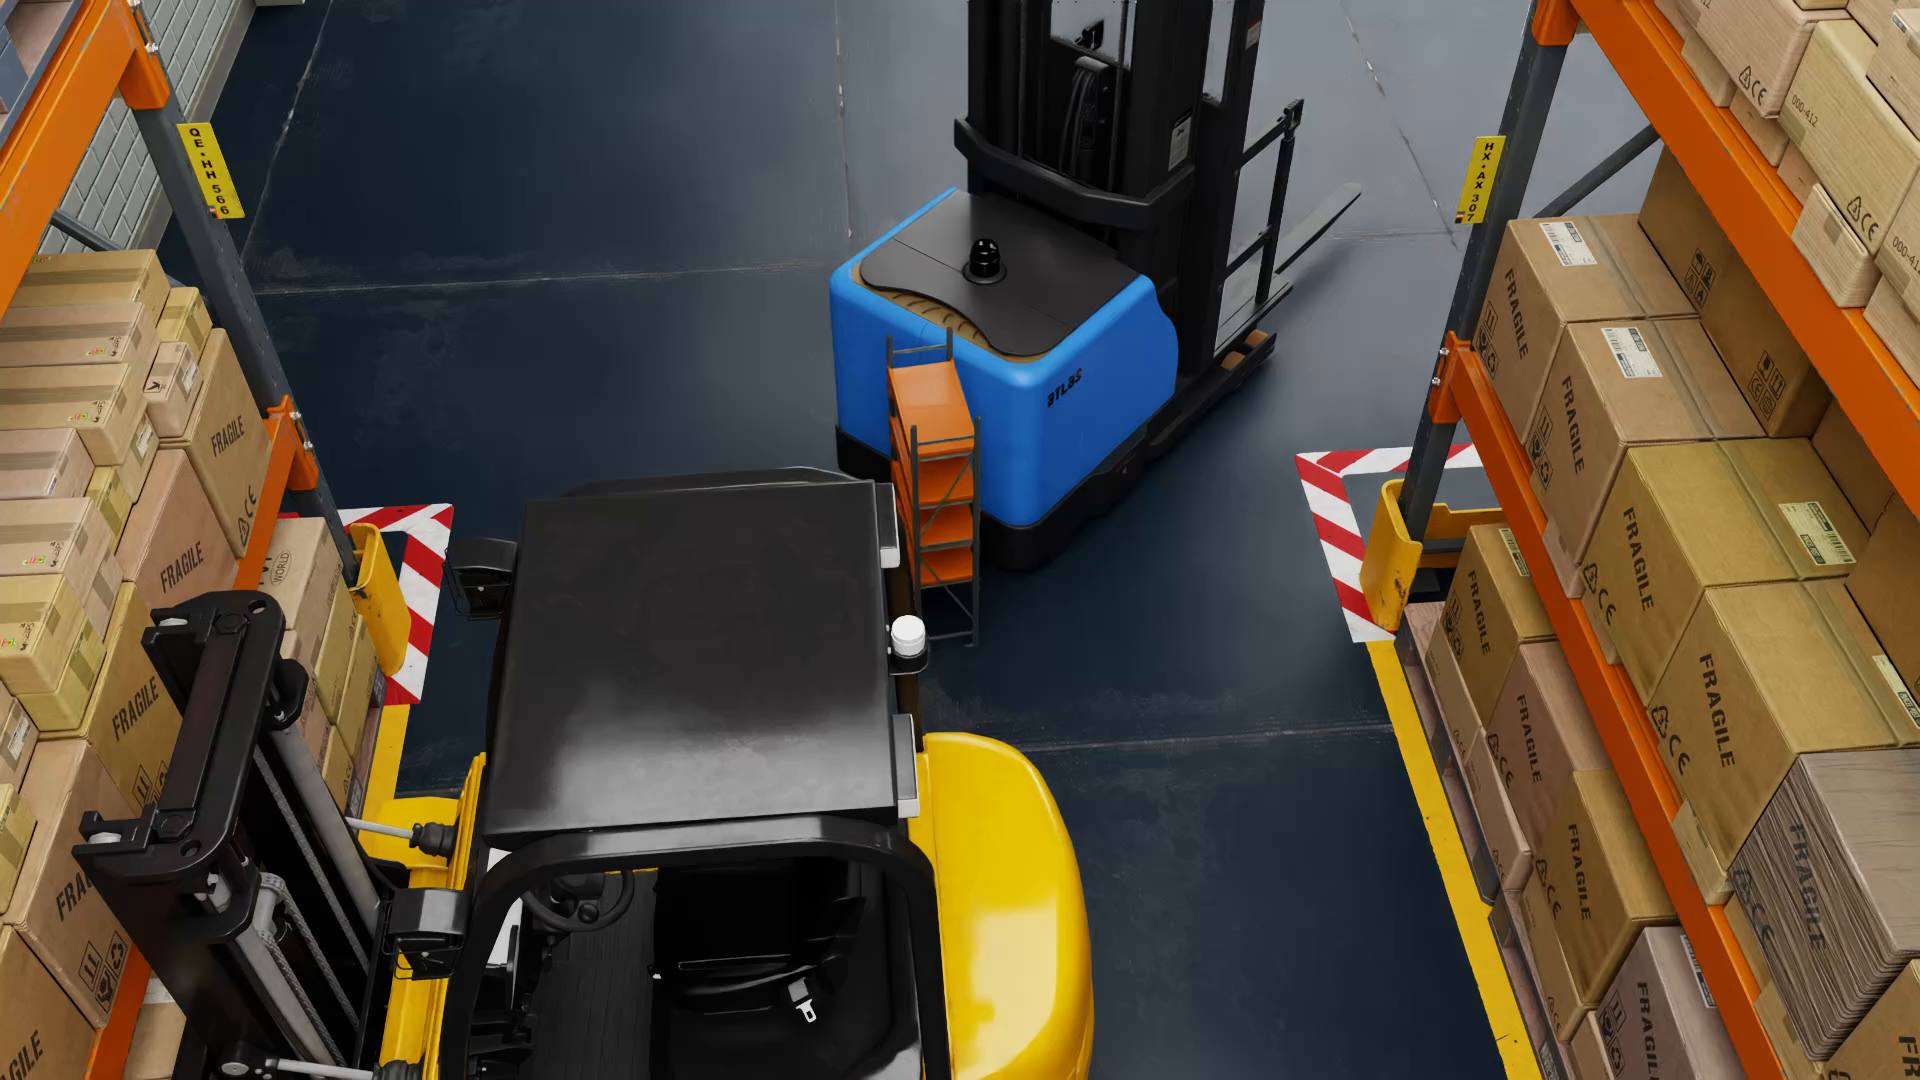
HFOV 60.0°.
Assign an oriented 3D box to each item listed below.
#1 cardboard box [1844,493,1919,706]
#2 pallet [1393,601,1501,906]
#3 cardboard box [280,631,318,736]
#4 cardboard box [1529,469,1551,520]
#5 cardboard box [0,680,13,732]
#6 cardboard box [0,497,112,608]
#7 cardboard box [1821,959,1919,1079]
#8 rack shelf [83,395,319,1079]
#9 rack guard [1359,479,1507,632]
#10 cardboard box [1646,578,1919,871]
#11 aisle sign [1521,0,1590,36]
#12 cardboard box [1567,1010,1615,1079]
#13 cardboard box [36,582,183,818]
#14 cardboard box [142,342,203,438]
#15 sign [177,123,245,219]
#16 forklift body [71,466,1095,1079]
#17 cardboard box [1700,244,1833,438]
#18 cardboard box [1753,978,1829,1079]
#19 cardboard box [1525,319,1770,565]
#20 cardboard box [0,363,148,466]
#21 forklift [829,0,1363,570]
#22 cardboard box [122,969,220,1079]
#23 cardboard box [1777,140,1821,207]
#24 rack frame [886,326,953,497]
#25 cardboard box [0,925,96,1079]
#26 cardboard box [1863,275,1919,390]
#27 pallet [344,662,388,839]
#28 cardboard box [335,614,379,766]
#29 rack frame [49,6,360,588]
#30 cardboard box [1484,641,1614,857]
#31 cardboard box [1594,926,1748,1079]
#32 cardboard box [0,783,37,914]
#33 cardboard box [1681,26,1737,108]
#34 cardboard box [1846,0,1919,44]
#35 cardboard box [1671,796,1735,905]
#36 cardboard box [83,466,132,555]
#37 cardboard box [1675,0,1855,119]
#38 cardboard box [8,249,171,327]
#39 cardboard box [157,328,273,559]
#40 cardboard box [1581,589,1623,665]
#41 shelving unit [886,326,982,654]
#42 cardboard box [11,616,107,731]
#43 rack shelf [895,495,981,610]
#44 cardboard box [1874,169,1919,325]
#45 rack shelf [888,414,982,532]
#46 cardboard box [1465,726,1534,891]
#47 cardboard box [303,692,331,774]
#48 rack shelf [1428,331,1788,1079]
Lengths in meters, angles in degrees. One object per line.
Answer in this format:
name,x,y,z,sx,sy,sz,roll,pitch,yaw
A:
cardboard box,2.547,0.092,3.771,0.700,0.500,0.500,-4,47,-4
pallet,2.242,0.721,6.058,1.003,0.211,1.213,-3,47,-3
cardboard box,-2.345,0.562,5.204,0.500,0.250,0.500,-3,47,-3
cardboard box,2.002,-0.159,5.144,0.380,0.149,0.250,-5,47,-5
cardboard box,-2.369,0.418,3.704,0.380,0.149,0.250,-3,47,-3
cardboard box,-2.323,0.039,4.063,0.380,0.149,0.250,-2,47,-2
cardboard box,2.203,1.196,3.414,0.500,0.500,0.500,-2,47,-2
rack shelf,-2.576,1.116,4.259,1.077,0.370,4.000,-3,47,-3
rack guard,2.209,0.032,6.512,1.175,0.500,0.348,-3,47,-3
cardboard box,2.107,0.451,4.120,0.500,0.500,0.500,-4,47,-4
aisle sign,1.889,-1.802,4.737,0.394,0.787,0.004,-3,47,-3
cardboard box,2.128,1.648,4.864,0.500,0.250,0.500,-3,47,-3
cardboard box,-2.363,0.474,4.303,0.500,0.500,0.500,-4,47,-4
cardboard box,-2.384,-0.419,4.701,0.380,0.149,0.250,-3,47,-3
sign,-2.201,-1.081,4.883,0.100,0.325,0.005,-3,47,-3
forklift body,-0.766,0.975,4.482,2.313,2.155,1.214,-3,47,-3
cardboard box,2.498,-0.640,4.464,0.700,0.500,0.500,-3,47,-3
cardboard box,2.119,1.149,3.905,0.380,0.149,0.250,-4,47,-4
cardboard box,2.013,-0.285,4.817,0.500,0.500,0.500,-2,47,-2
cardboard box,-2.403,-0.327,4.410,0.380,0.149,0.250,-3,47,-2
forklift,0.791,-1.901,6.668,1.130,2.935,3.031,30,54,25
cardboard box,-2.258,1.294,4.511,0.500,0.250,0.500,-4,47,-4
cardboard box,2.078,-0.820,3.704,0.380,0.149,0.250,-5,47,-5
rack frame,-0.145,-0.332,6.374,0.240,1.200,0.015,-8,47,-8
cardboard box,-2.289,1.202,3.613,0.500,0.500,0.500,-4,47,-4
cardboard box,2.082,-0.445,3.349,0.380,0.149,0.250,-5,47,-4
pallet,-2.637,0.931,5.859,1.003,0.211,1.213,-3,47,-3
cardboard box,-2.389,0.544,5.910,0.500,0.250,0.500,-3,47,-3
rack frame,-2.743,-0.578,5.368,1.000,3.000,0.127,-3,47,-3
cardboard box,2.045,0.656,5.287,0.500,0.500,0.500,-5,47,-5
cardboard box,2.133,1.406,4.577,0.500,0.500,0.500,-1,47,-1
cardboard box,-2.282,0.692,3.650,0.380,0.149,0.250,-4,47,-4
cardboard box,2.006,-1.190,4.054,0.380,0.149,0.250,-2,47,-2
cardboard box,2.089,-1.107,3.427,0.380,0.149,0.250,-4,47,-3
cardboard box,2.069,0.778,4.257,0.380,0.149,0.250,-3,47,-3
cardboard box,-2.414,-0.047,4.350,0.380,0.149,0.250,-4,47,-4
cardboard box,2.012,-1.220,3.808,0.500,0.250,0.500,-4,47,-4
cardboard box,-2.503,-0.692,4.755,0.380,0.149,0.250,-3,47,-3
cardboard box,-2.440,-0.272,5.010,0.500,0.500,0.500,-4,47,-4
cardboard box,2.032,0.212,4.792,0.380,0.149,0.250,-2,47,-2
shelving unit,-0.097,-0.158,6.210,0.258,1.200,0.503,-8,47,-8
cardboard box,-2.303,0.325,3.997,0.380,0.149,0.250,-3,47,-3
rack shelf,-0.097,0.025,6.403,0.258,0.148,0.480,-8,47,-8
cardboard box,2.103,-0.476,3.104,0.500,0.250,0.500,-3,47,-2
rack shelf,-0.097,-0.266,6.096,0.258,0.148,0.480,-8,47,-8
cardboard box,2.030,0.889,5.583,0.500,0.250,0.500,-2,47,-2
cardboard box,-2.360,0.748,5.373,0.500,0.250,0.500,-4,47,-4
rack shelf,2.370,0.812,4.547,1.077,0.370,4.000,-3,47,-3
